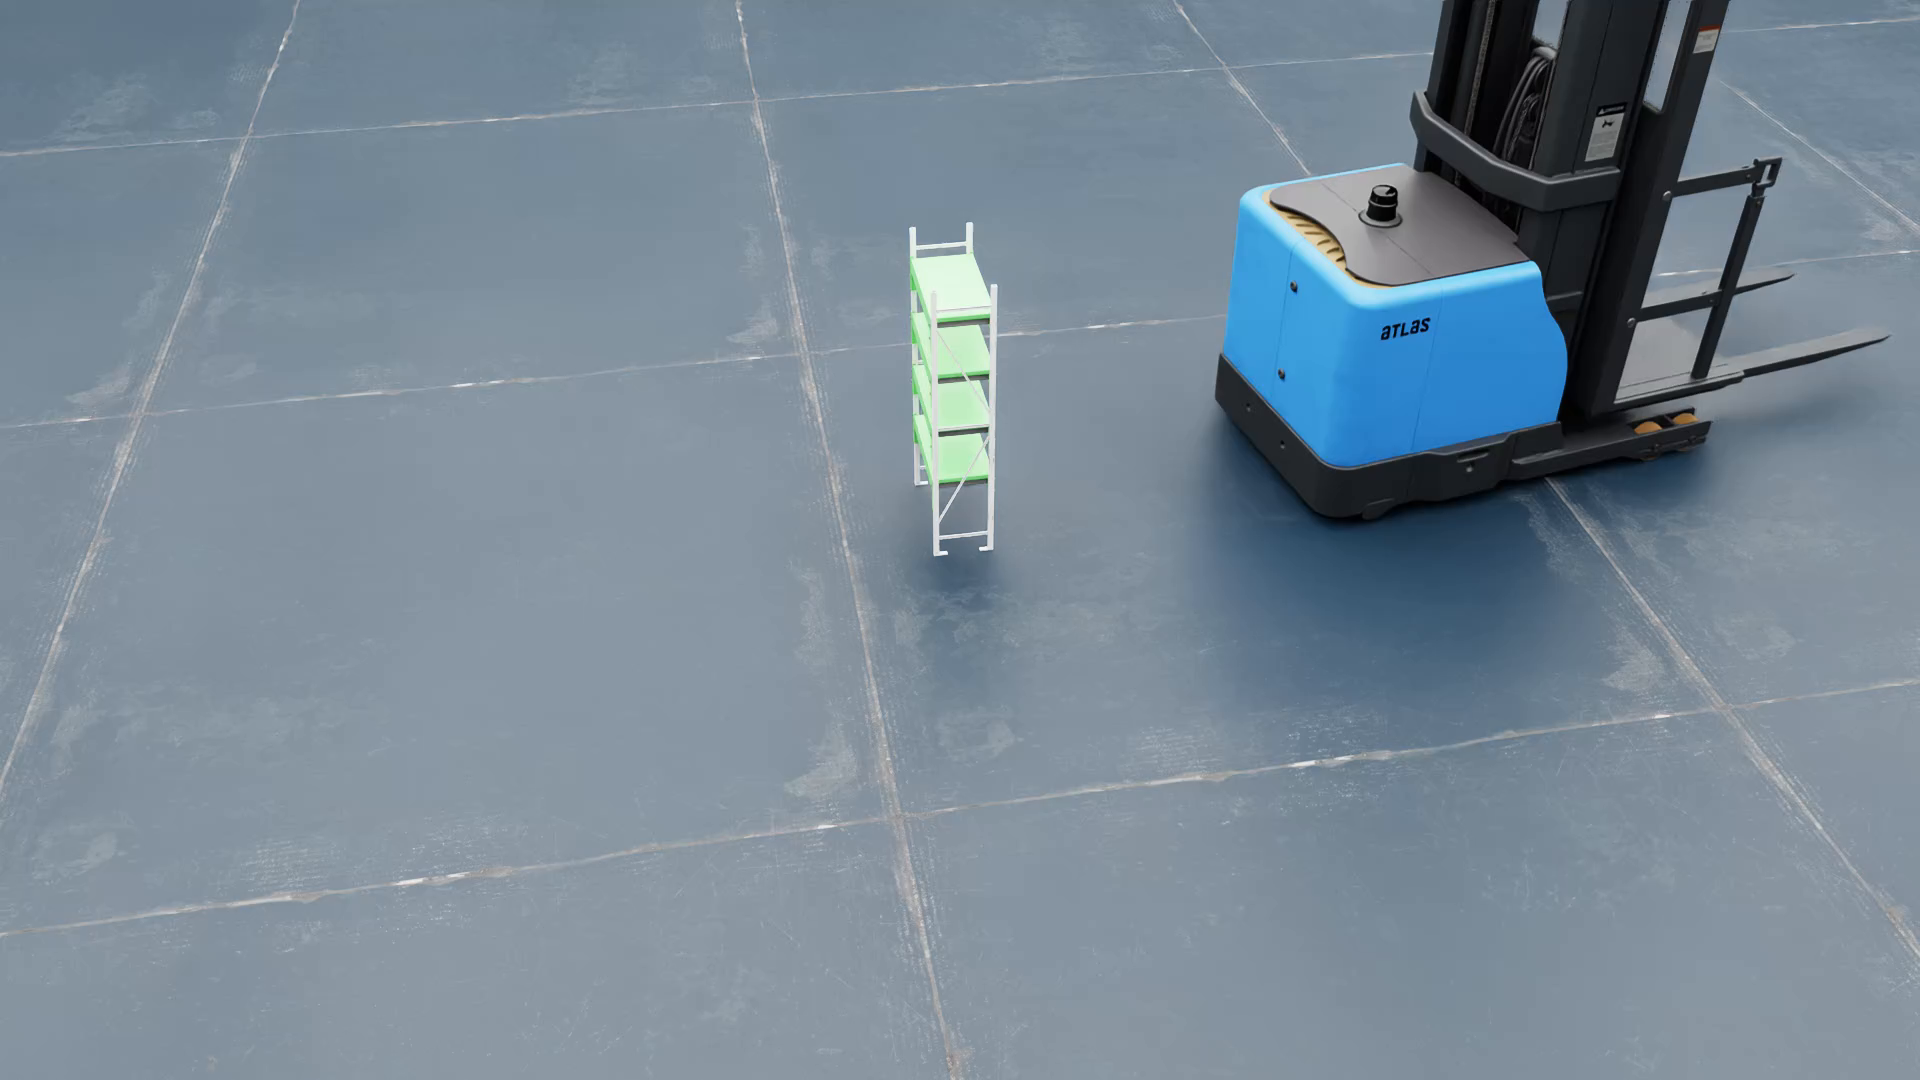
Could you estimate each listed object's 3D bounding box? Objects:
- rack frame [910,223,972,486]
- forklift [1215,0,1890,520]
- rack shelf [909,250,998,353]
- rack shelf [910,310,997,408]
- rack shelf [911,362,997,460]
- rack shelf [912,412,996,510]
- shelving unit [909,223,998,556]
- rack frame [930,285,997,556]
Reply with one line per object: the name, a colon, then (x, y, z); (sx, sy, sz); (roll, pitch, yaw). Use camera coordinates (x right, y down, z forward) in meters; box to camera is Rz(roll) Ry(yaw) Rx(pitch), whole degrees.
rack frame: (-0.072, -0.721, 6.700); (0.240, 1.200, 0.015); (-6, 38, -8)
forklift: (2.715, -1.793, 6.669); (3.031, 2.935, 1.130); (-13, 40, -16)
rack shelf: (-0.029, -0.902, 6.255); (0.258, 0.148, 0.480); (-6, 38, -8)
rack shelf: (-0.029, -0.713, 6.403); (0.258, 0.148, 0.480); (-6, 38, -8)
rack shelf: (-0.029, -0.523, 6.550); (0.258, 0.148, 0.480); (-6, 38, -8)
rack shelf: (-0.029, -0.334, 6.697); (0.258, 0.148, 0.480); (-6, 38, -8)
shelving unit: (-0.029, -0.574, 6.511); (0.258, 1.200, 0.503); (-6, 38, -8)
rack frame: (0.014, -0.426, 6.321); (0.240, 1.200, 0.015); (-6, 38, -8)
